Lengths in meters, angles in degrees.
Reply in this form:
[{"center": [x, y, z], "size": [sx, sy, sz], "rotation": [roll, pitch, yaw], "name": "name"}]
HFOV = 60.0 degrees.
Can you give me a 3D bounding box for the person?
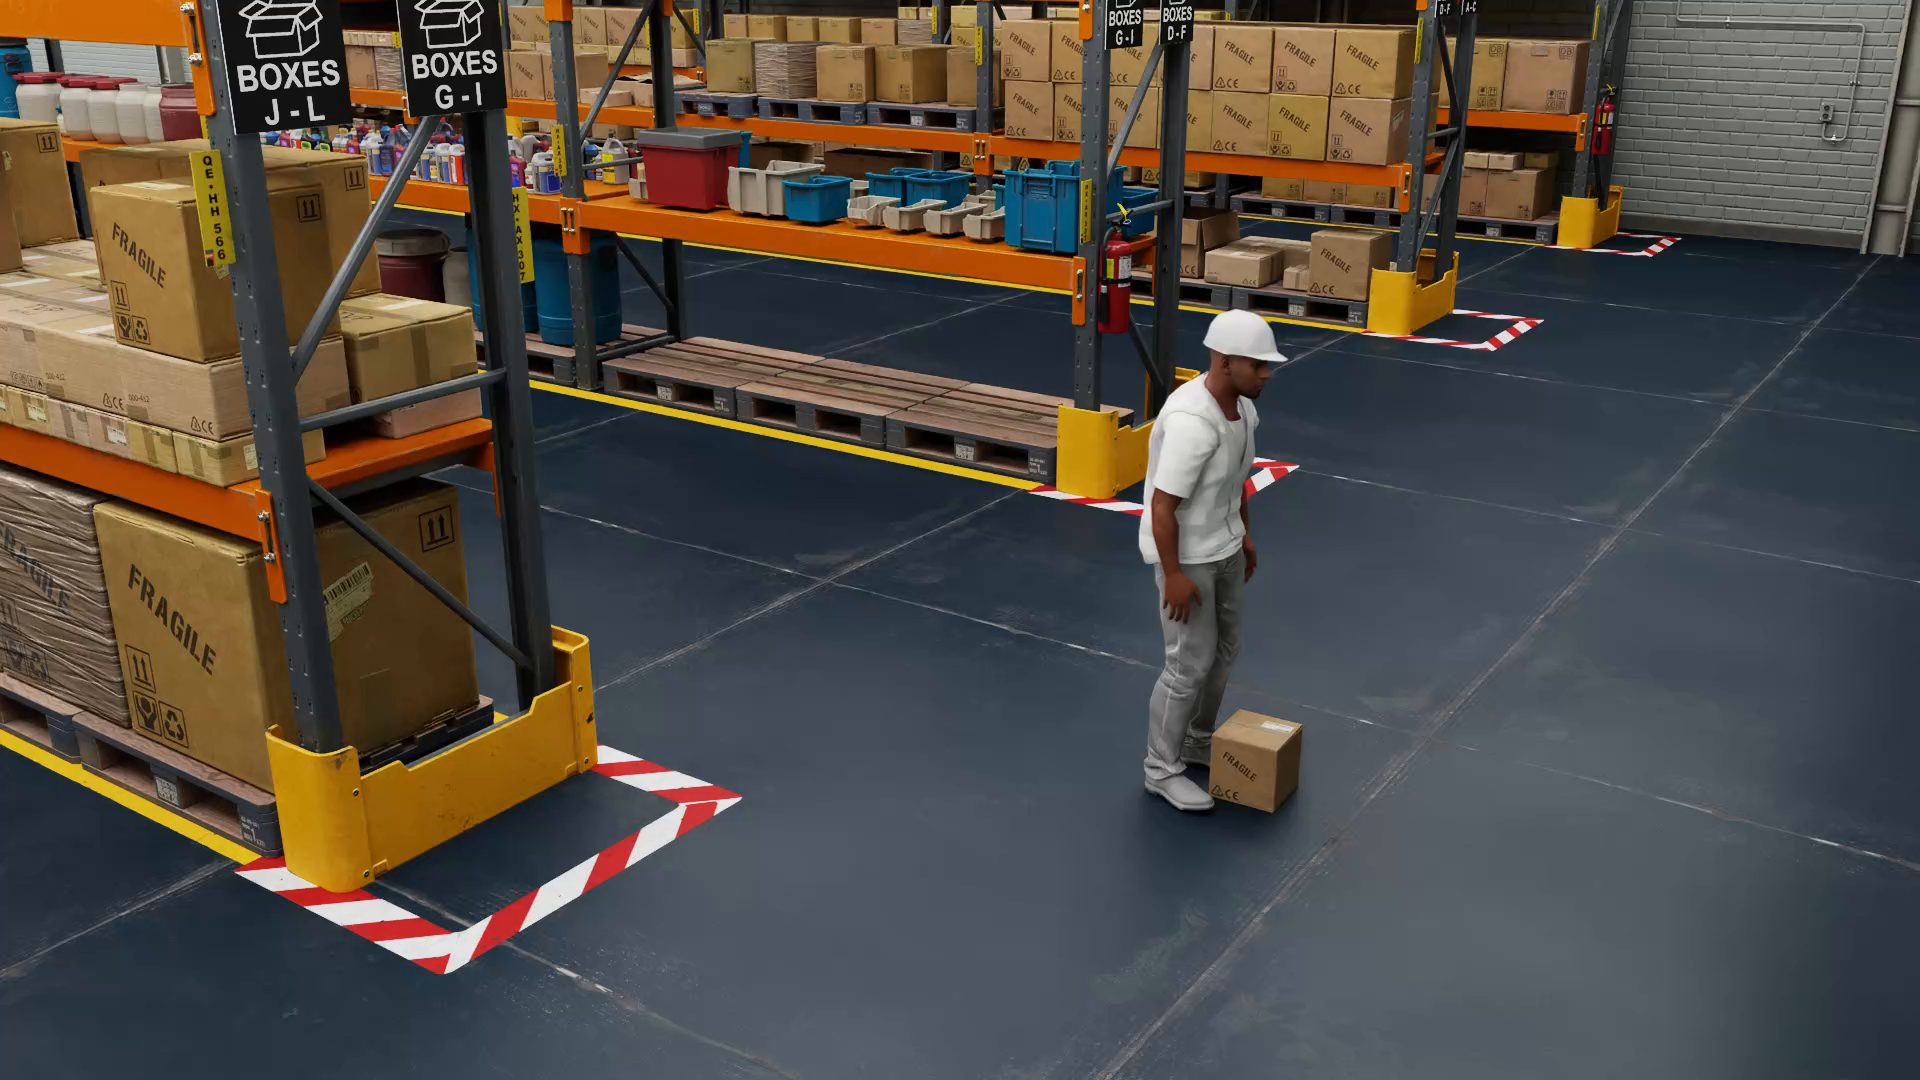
[{"center": [0.881, 0.053, 5.895], "size": [0.461, 1.761, 0.623], "rotation": [13, 23, 32], "name": "person"}]
